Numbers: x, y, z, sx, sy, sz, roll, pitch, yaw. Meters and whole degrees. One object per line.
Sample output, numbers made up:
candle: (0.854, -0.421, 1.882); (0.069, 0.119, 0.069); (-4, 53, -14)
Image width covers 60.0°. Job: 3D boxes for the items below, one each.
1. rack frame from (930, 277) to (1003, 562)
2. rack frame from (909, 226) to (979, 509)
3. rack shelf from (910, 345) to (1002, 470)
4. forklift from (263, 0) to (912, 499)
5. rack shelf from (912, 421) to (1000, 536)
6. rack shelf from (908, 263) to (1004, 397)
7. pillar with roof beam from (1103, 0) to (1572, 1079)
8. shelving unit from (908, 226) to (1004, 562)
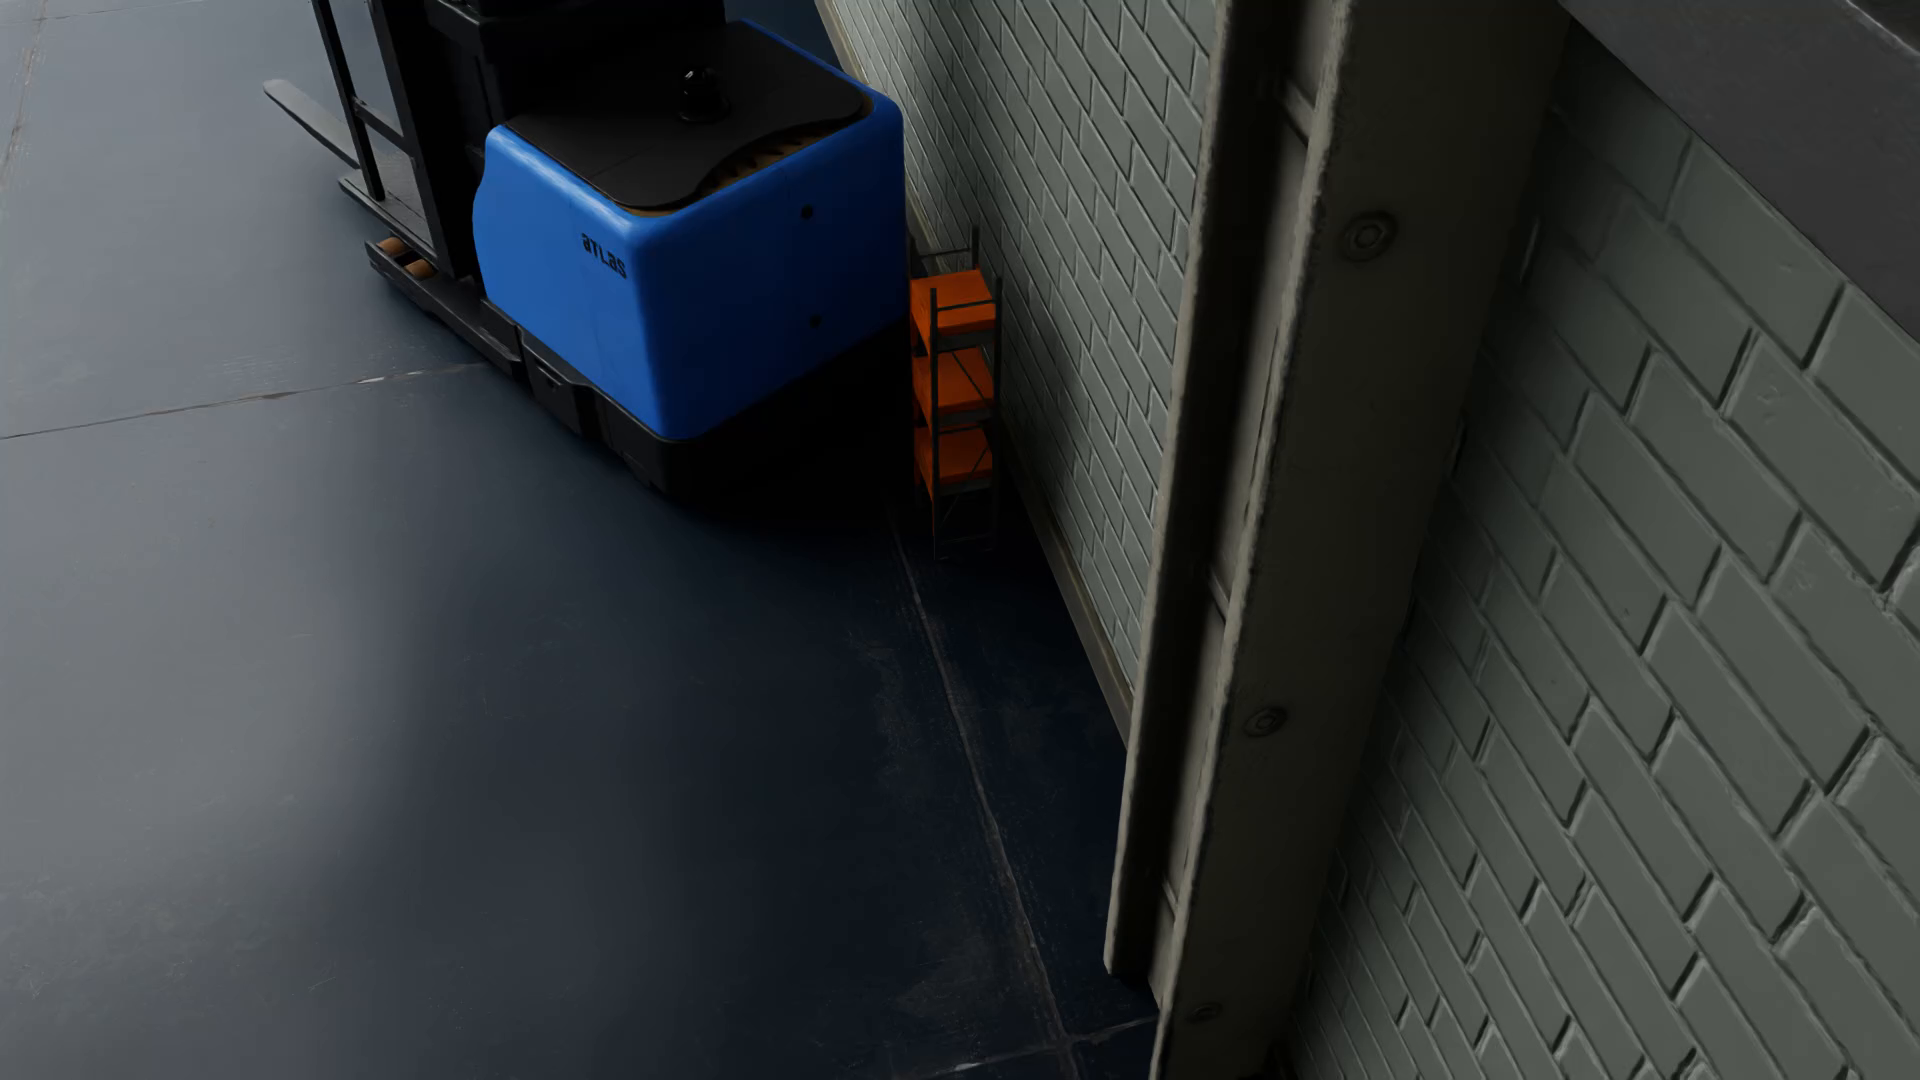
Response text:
rack frame: (0.017, -0.320, 4.829); (0.200, 1.050, 0.008); (-11, 47, -10)
rack frame: (-0.045, -0.489, 4.994); (0.200, 1.050, 0.008); (-11, 47, -10)
rack shelf: (-0.014, -0.397, 4.919); (0.215, 0.259, 0.240); (-11, 47, -10)
forklift: (-1.542, -2.110, 5.266); (1.130, 2.935, 3.031); (-35, 55, -29)
rack shelf: (-0.014, -0.202, 5.117); (0.215, 0.259, 0.240); (-11, 47, -10)
rack shelf: (-0.014, -0.596, 4.716); (0.215, 0.259, 0.240); (-11, 47, -10)
pillar with roof beam: (-3.601, -1.199, 0.124); (9.100, 9.000, 0.400); (-11, 47, -10)
shelving unit: (-0.014, -0.404, 4.911); (0.215, 1.050, 0.252); (-11, 47, -10)
